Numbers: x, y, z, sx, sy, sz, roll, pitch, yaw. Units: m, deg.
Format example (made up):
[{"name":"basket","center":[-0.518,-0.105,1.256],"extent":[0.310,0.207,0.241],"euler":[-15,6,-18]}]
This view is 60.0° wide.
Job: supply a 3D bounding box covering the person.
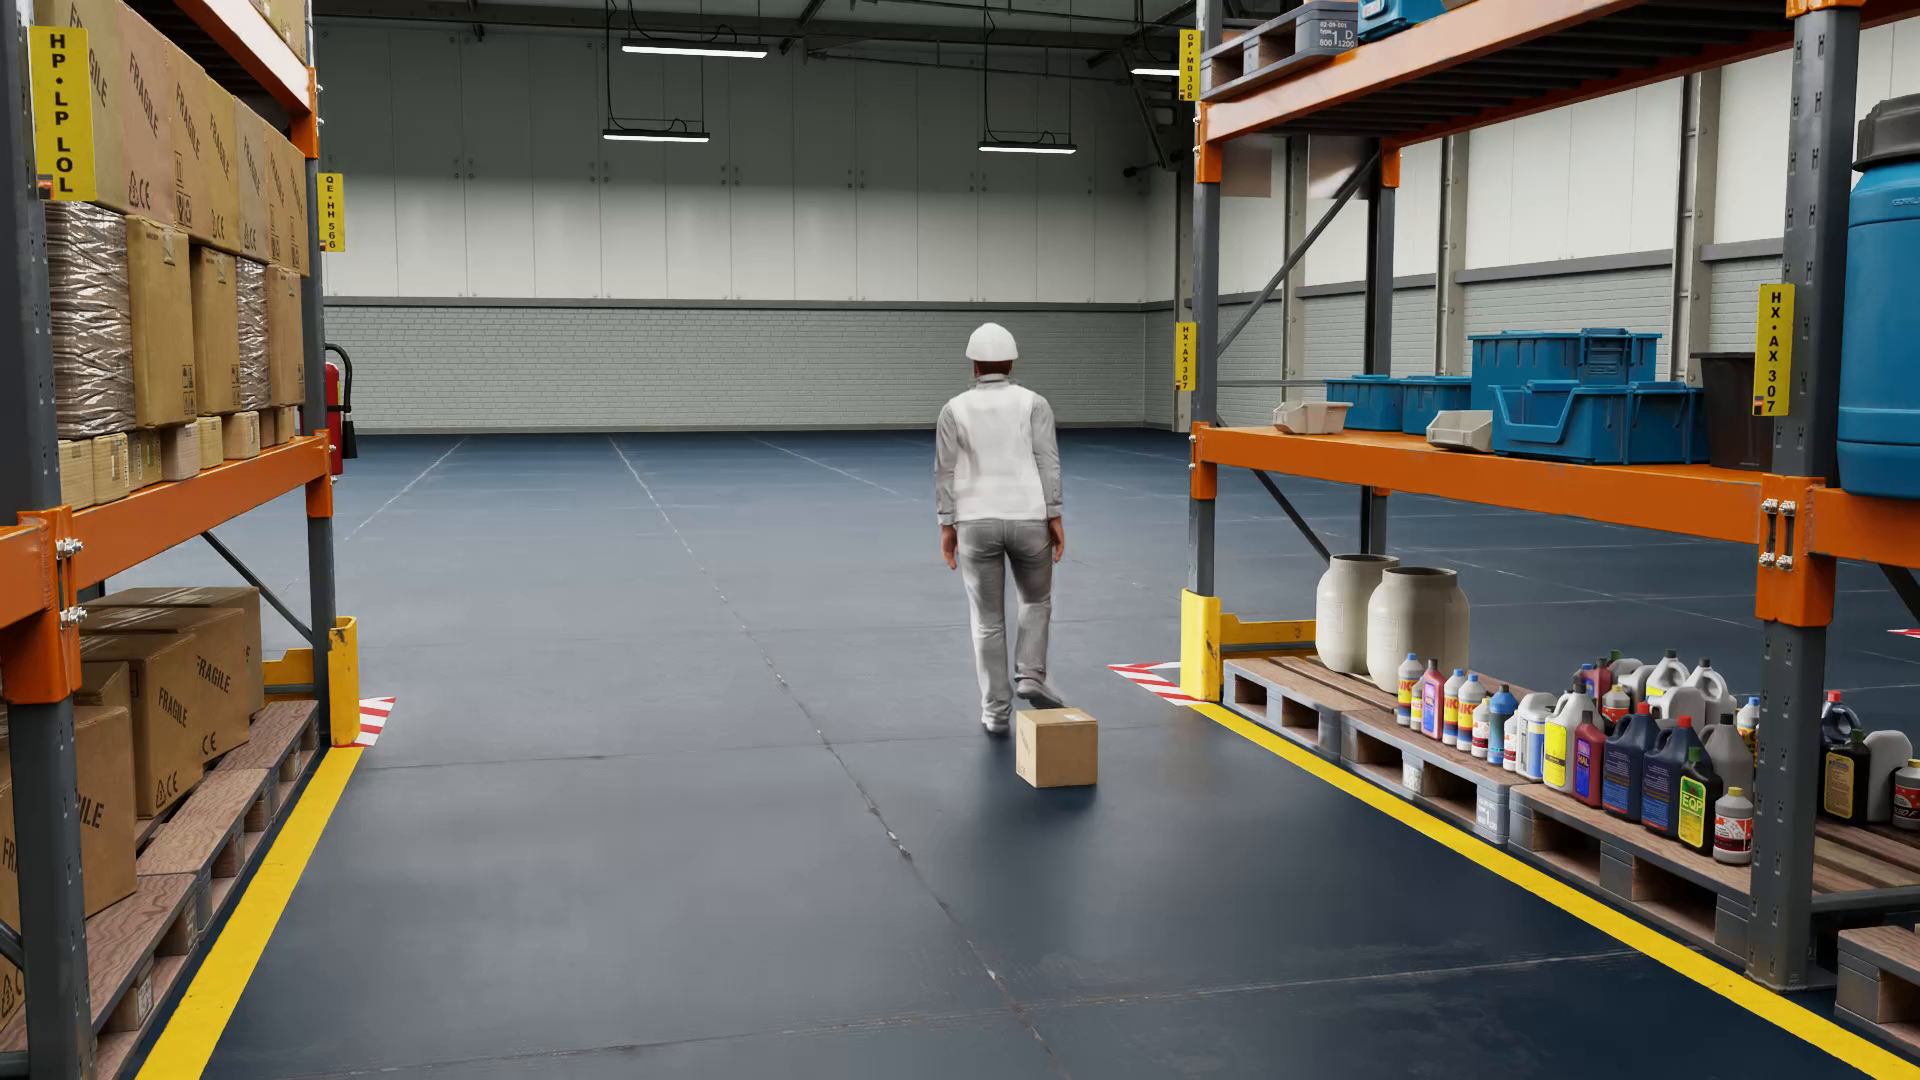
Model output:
[{"name":"person","center":[0.169,-0.065,7.289],"extent":[0.568,1.761,0.474],"euler":[0,6,0]}]
